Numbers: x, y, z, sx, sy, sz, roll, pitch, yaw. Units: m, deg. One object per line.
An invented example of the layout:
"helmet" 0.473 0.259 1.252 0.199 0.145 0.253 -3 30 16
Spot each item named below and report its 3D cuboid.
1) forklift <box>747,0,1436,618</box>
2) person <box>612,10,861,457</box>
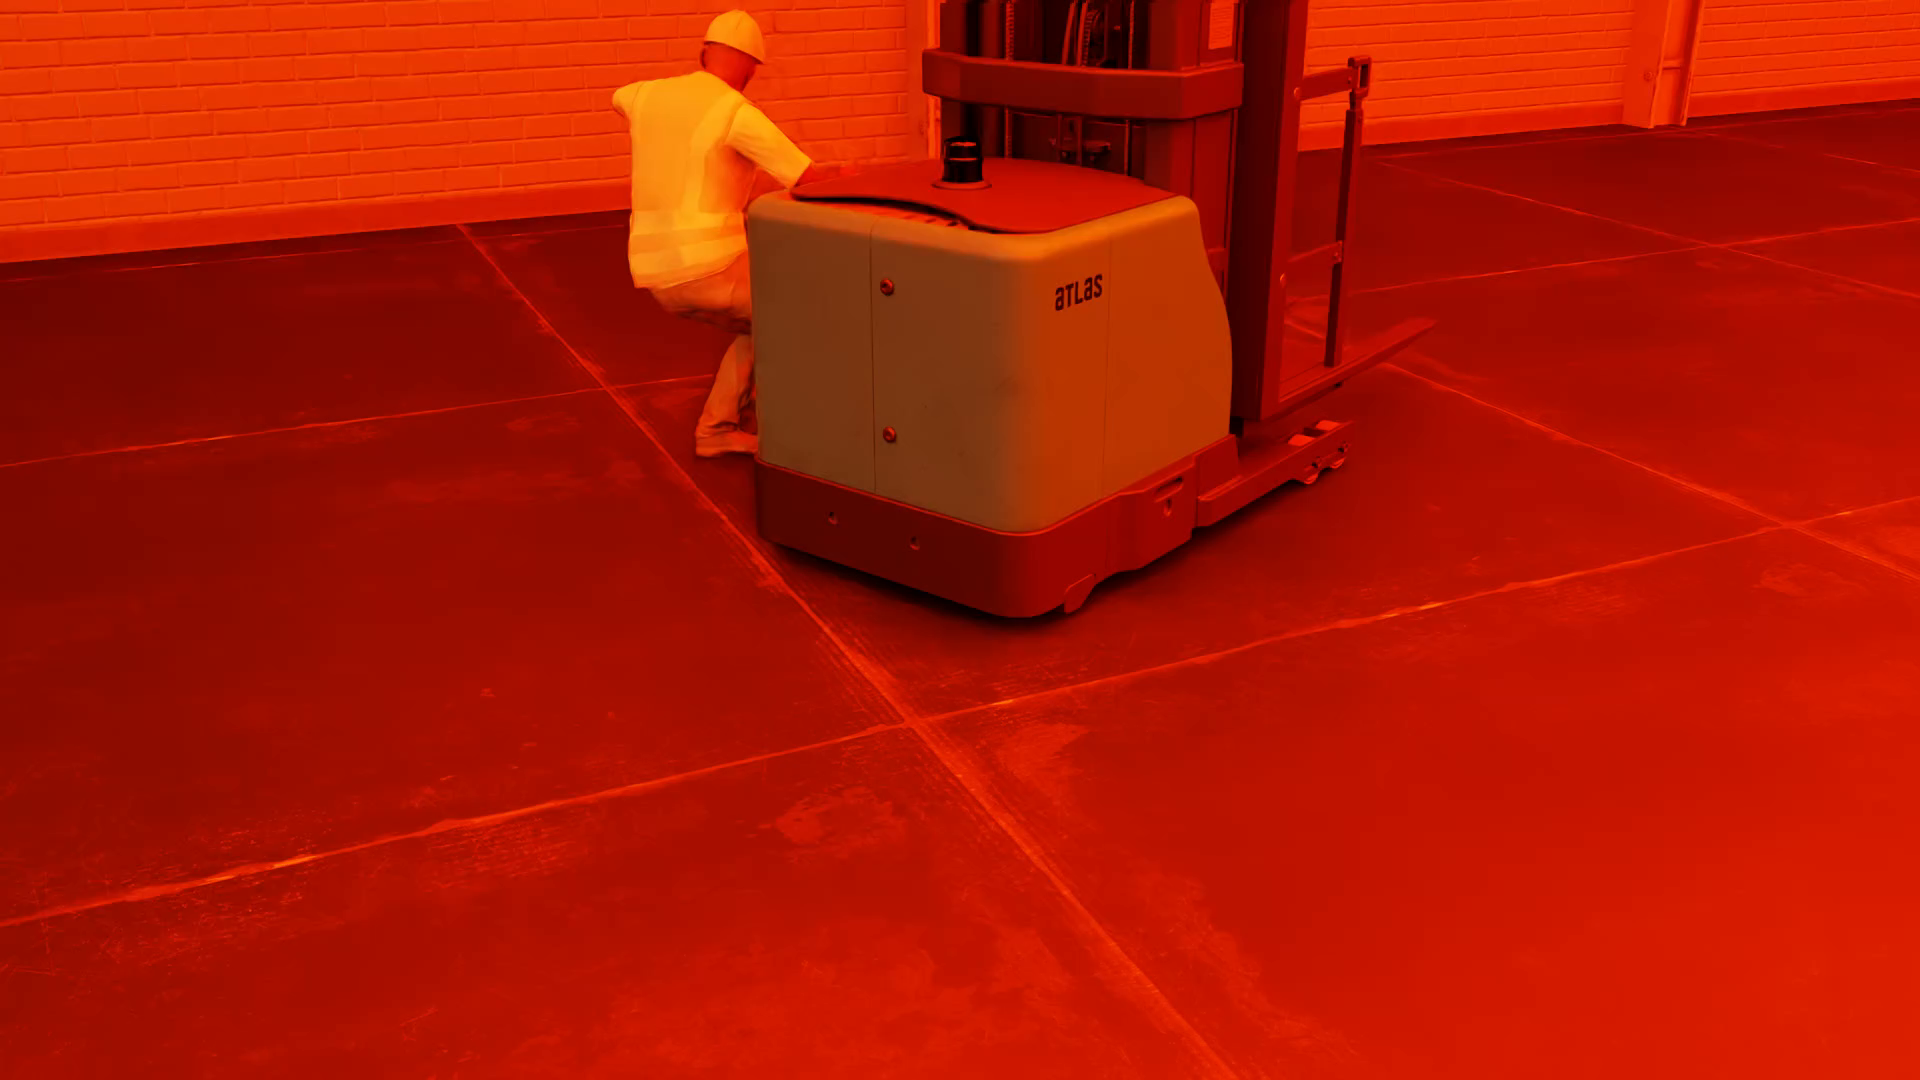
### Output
"forklift" 0.698 -1.643 5.242 1.130 2.935 3.031 17 28 35
"person" -0.723 -1.016 5.615 1.574 1.475 0.798 16 27 33
